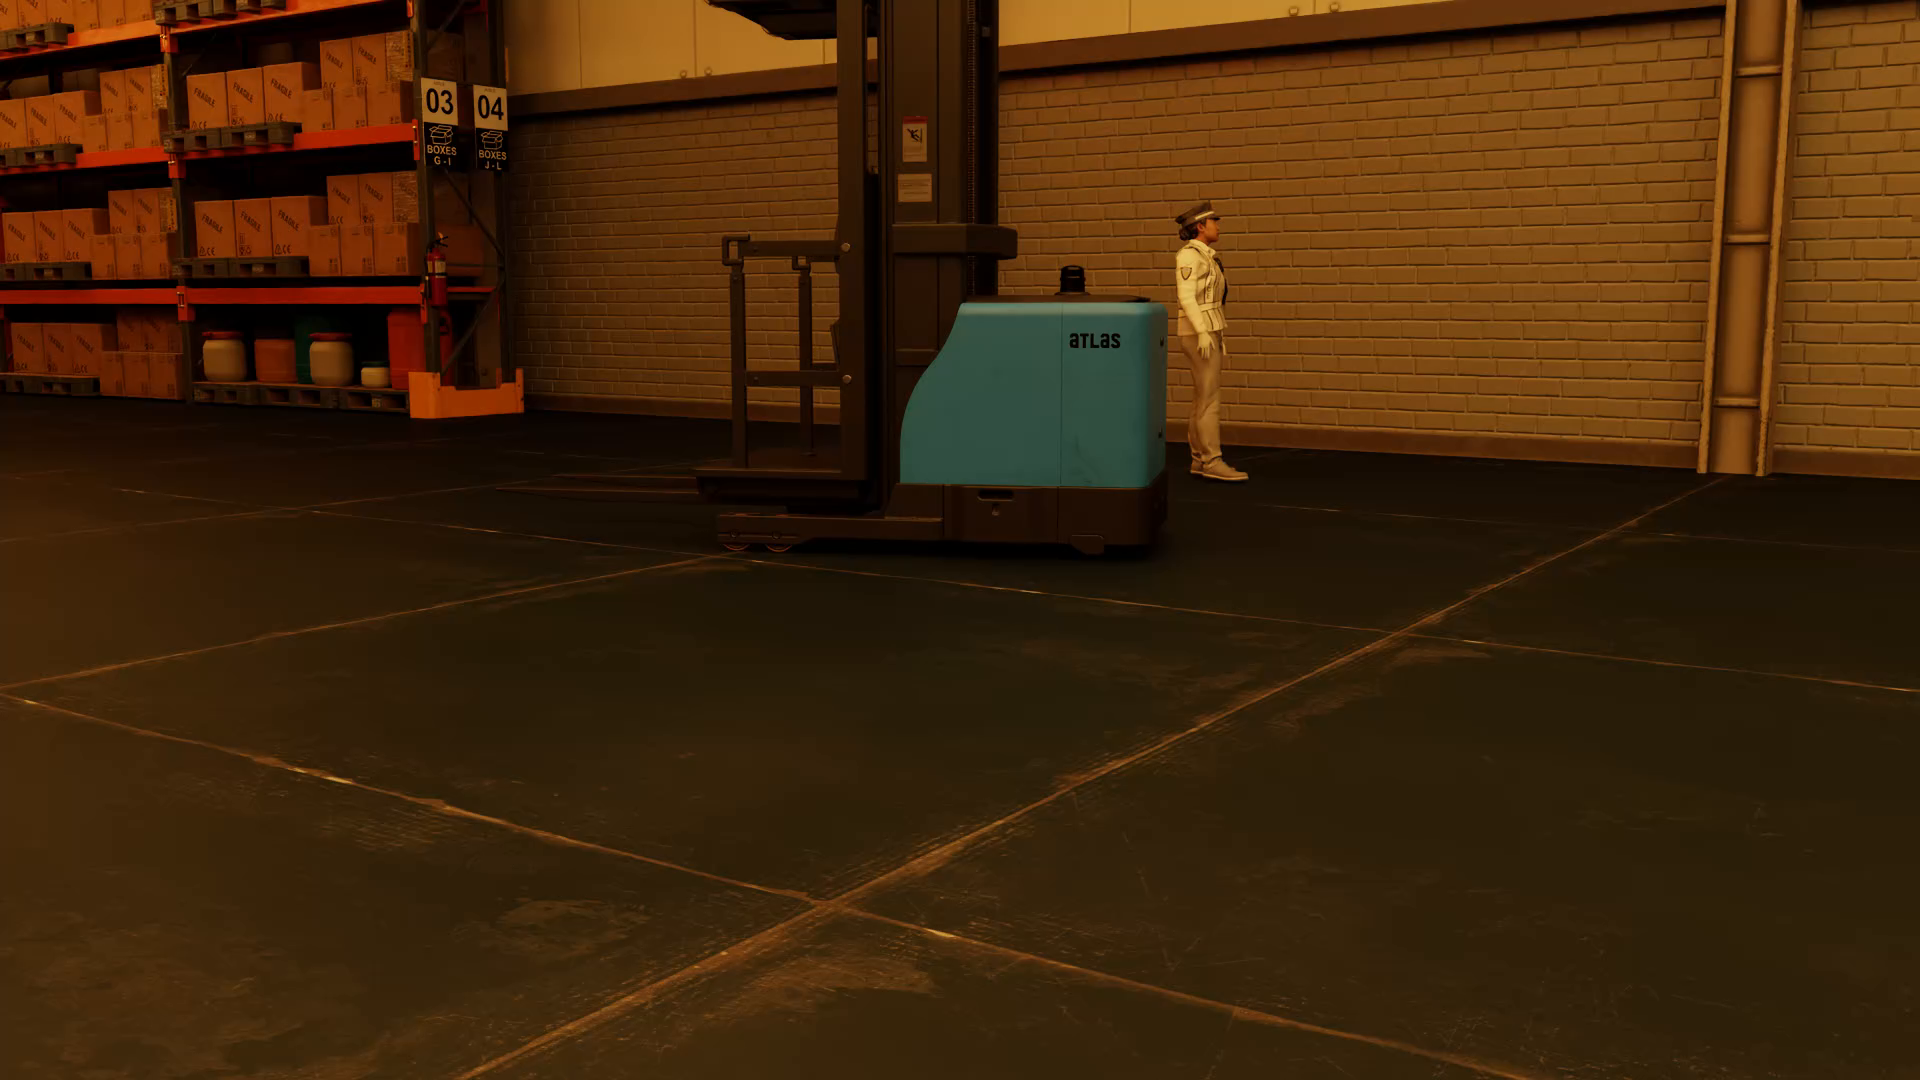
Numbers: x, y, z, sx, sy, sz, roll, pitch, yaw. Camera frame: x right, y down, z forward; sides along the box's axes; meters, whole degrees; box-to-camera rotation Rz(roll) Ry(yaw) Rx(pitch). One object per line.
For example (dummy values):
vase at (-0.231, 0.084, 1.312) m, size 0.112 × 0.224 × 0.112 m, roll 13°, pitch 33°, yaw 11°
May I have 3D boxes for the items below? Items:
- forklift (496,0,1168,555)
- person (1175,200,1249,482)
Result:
forklift at (-0.596, -1.469, 7.520) m, size 3.031 × 2.935 × 1.130 m, roll 2°, pitch 8°, yaw 12°
person at (1.562, -1.233, 10.203) m, size 0.531 × 1.694 × 0.585 m, roll 3°, pitch 9°, yaw 19°
